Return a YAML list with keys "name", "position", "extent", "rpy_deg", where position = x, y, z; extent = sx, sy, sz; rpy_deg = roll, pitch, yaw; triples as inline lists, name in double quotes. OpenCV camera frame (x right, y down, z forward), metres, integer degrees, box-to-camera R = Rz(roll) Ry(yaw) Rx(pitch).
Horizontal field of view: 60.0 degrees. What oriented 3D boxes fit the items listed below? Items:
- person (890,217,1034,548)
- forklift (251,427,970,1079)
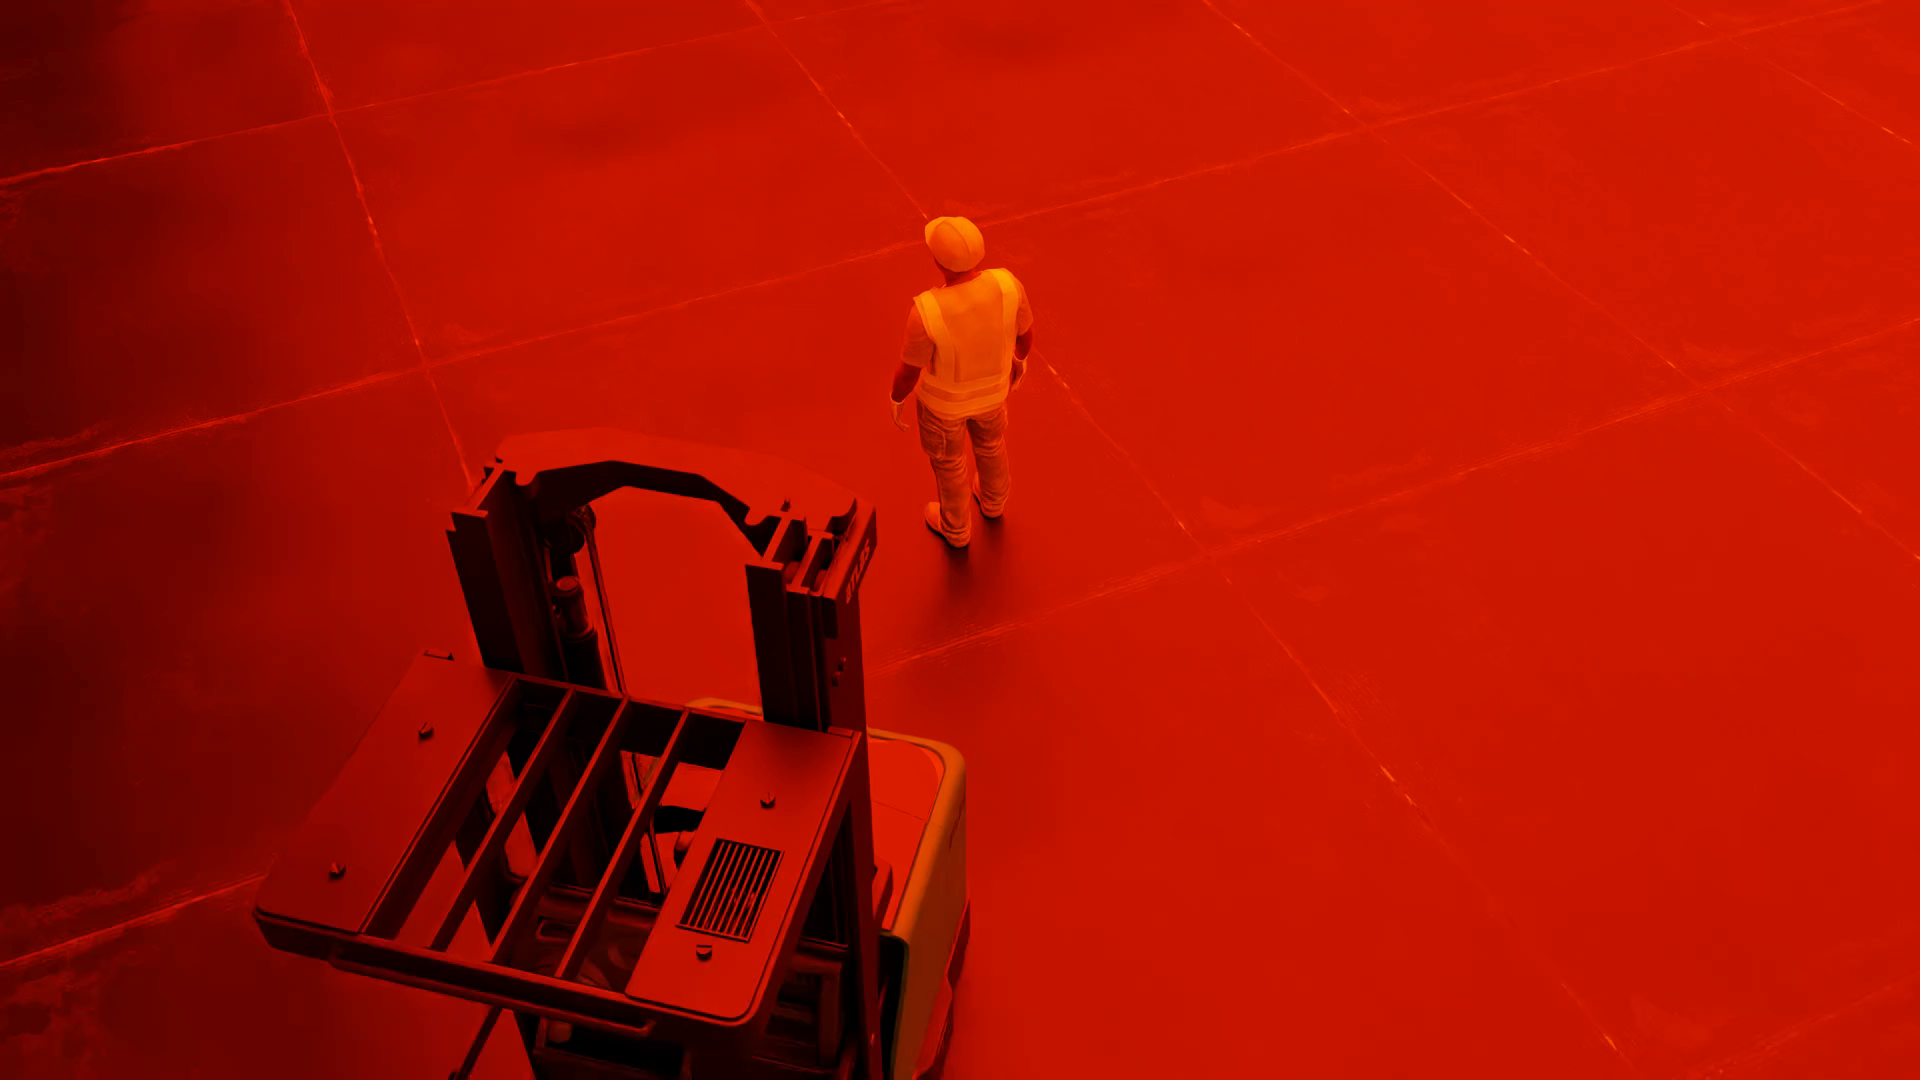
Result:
- name: "person"
  position: [-0.022, -0.704, 7.265]
  extent: [0.656, 1.782, 0.577]
  rpy_deg: [-18, 46, -18]
- name: "forklift"
  position: [-0.818, 1.293, 4.294]
  extent: [1.130, 2.935, 3.031]
  rpy_deg: [10, 44, 10]
